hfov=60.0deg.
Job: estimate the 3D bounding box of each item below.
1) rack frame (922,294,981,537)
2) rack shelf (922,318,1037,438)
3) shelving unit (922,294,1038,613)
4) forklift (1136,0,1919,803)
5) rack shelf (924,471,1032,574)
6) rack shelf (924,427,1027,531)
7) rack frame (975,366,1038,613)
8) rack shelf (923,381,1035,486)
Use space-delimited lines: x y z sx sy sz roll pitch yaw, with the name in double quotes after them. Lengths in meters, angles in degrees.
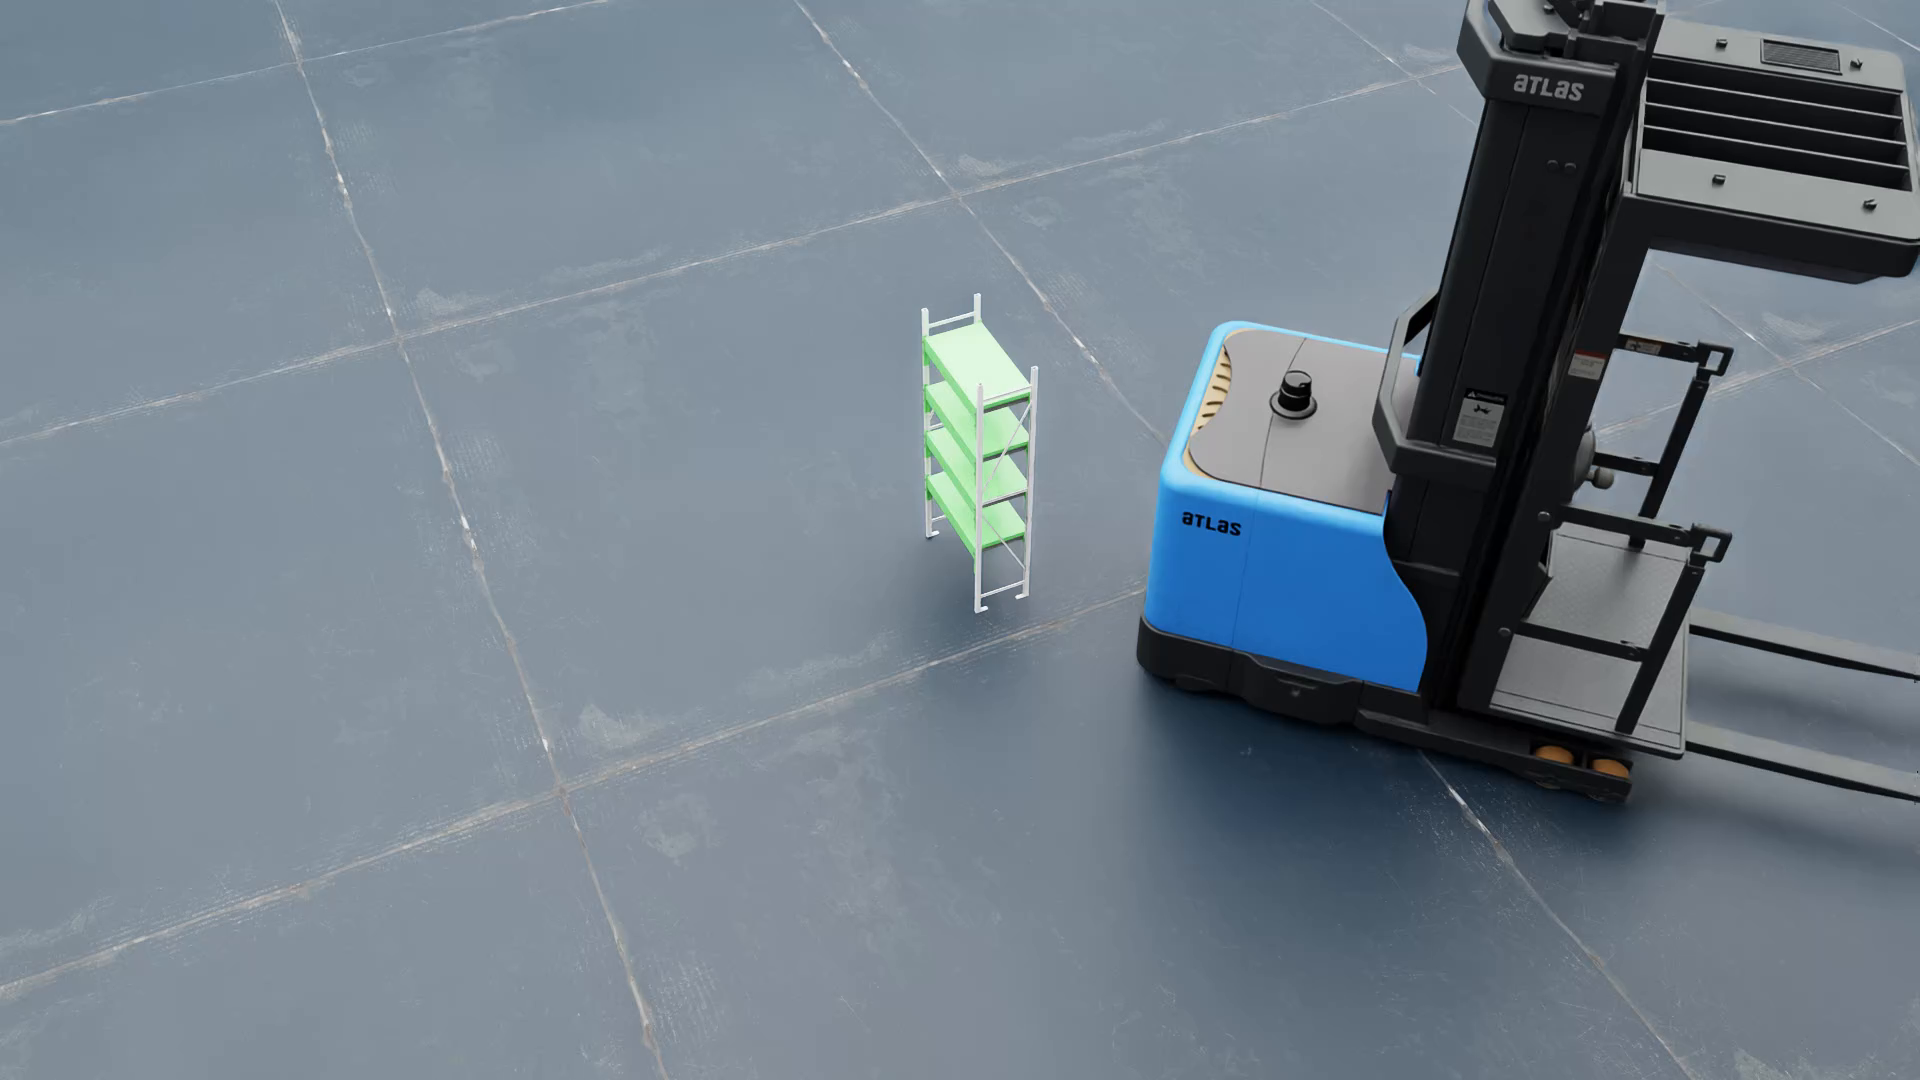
-0.033 -0.477 6.748 0.240 1.200 0.015 -18 47 -17 "rack frame"
0.070 -0.618 6.298 0.258 0.148 0.480 -18 47 -17 "rack shelf"
0.070 -0.322 6.591 0.258 1.200 0.503 -18 47 -17 "shelving unit"
2.269 -0.499 5.538 3.031 2.935 1.130 13 46 13 "forklift"
0.070 -0.105 6.804 0.258 0.148 0.480 -18 47 -17 "rack shelf"
0.070 -0.276 6.635 0.258 0.148 0.480 -18 47 -17 "rack shelf"
0.172 -0.166 6.433 0.240 1.200 0.015 -18 47 -17 "rack frame"
0.070 -0.447 6.467 0.258 0.148 0.480 -18 47 -17 "rack shelf"
